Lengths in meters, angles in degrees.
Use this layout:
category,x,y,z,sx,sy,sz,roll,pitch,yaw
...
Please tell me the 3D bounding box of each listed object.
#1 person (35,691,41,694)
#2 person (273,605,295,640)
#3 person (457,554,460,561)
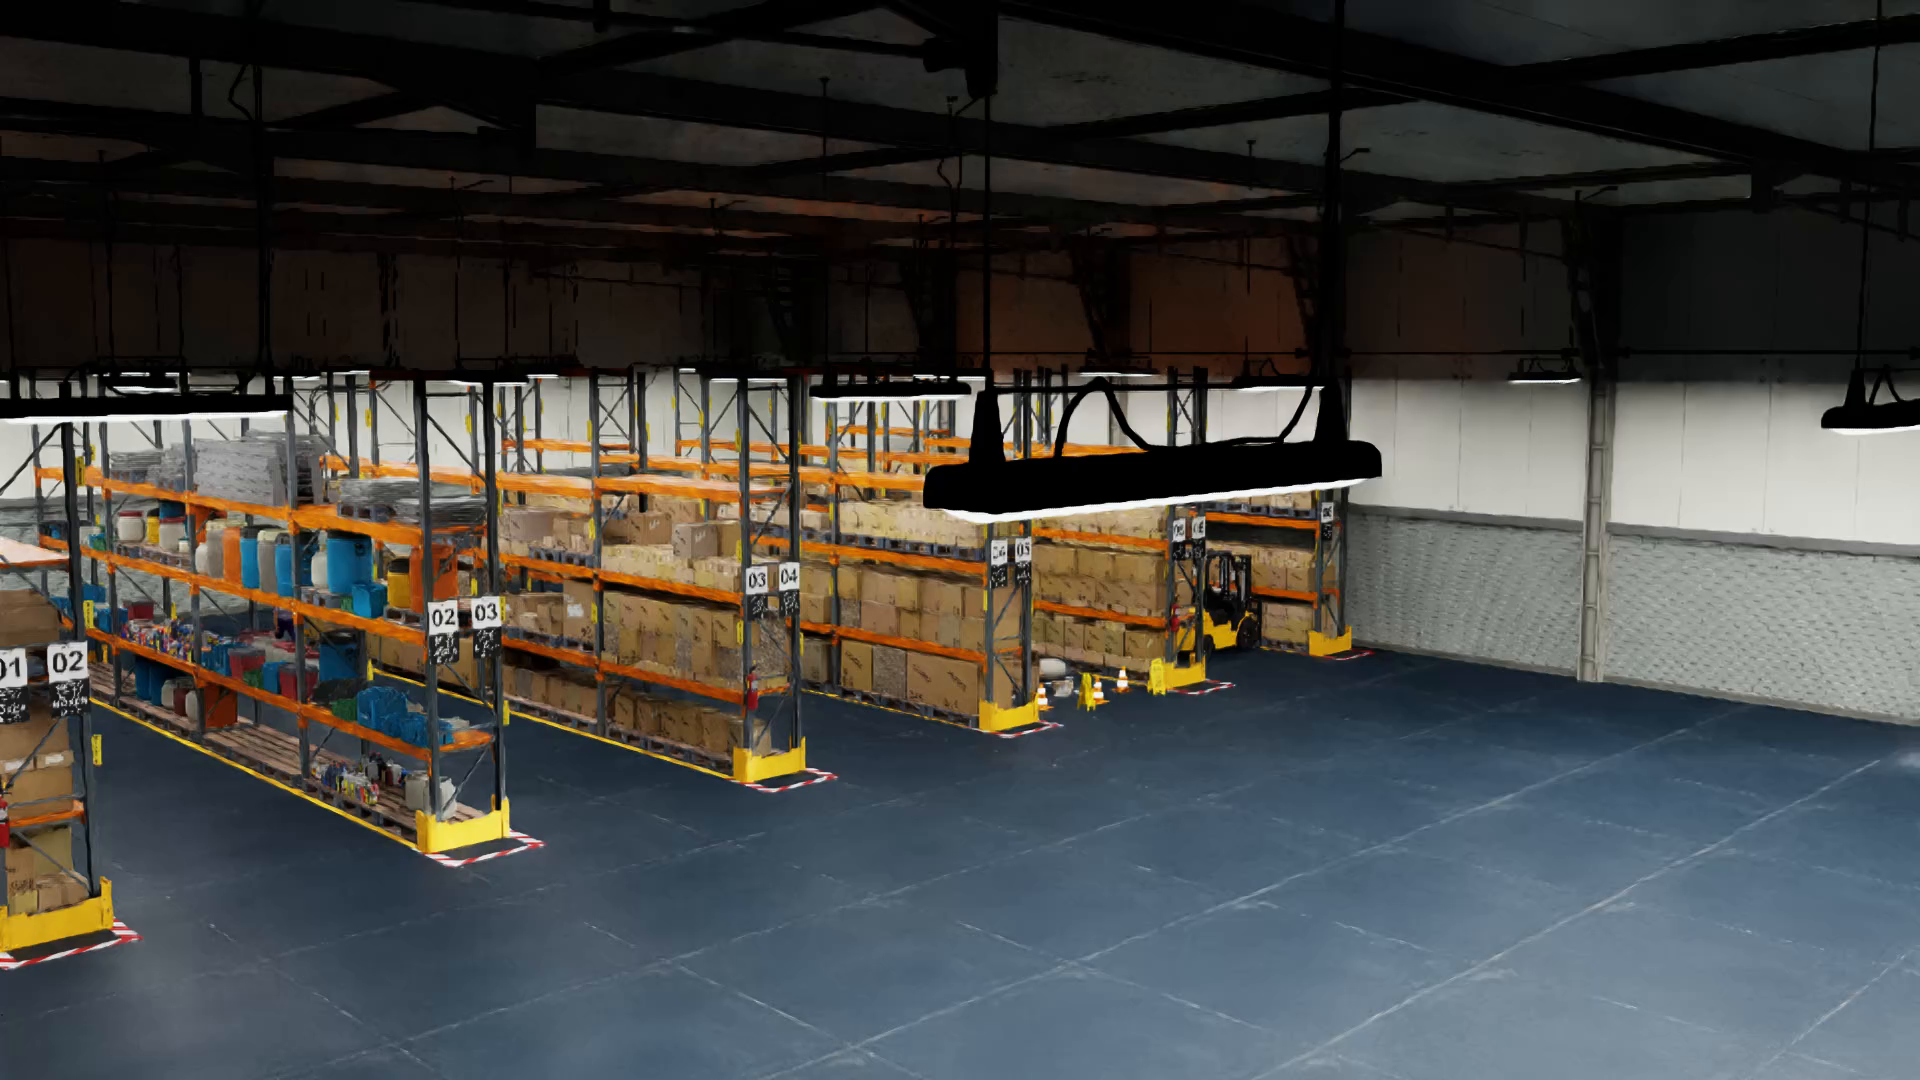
category,x,y,z,sx,sy,sz,roll,pitch,yaw
person,-15.193,2.417,27.202,0.538,1.679,0.454,2,7,19
person,-13.823,1.734,34.067,0.479,1.496,1.090,-6,9,-41
person,-12.032,1.039,39.799,0.509,1.608,0.937,-3,7,-23
